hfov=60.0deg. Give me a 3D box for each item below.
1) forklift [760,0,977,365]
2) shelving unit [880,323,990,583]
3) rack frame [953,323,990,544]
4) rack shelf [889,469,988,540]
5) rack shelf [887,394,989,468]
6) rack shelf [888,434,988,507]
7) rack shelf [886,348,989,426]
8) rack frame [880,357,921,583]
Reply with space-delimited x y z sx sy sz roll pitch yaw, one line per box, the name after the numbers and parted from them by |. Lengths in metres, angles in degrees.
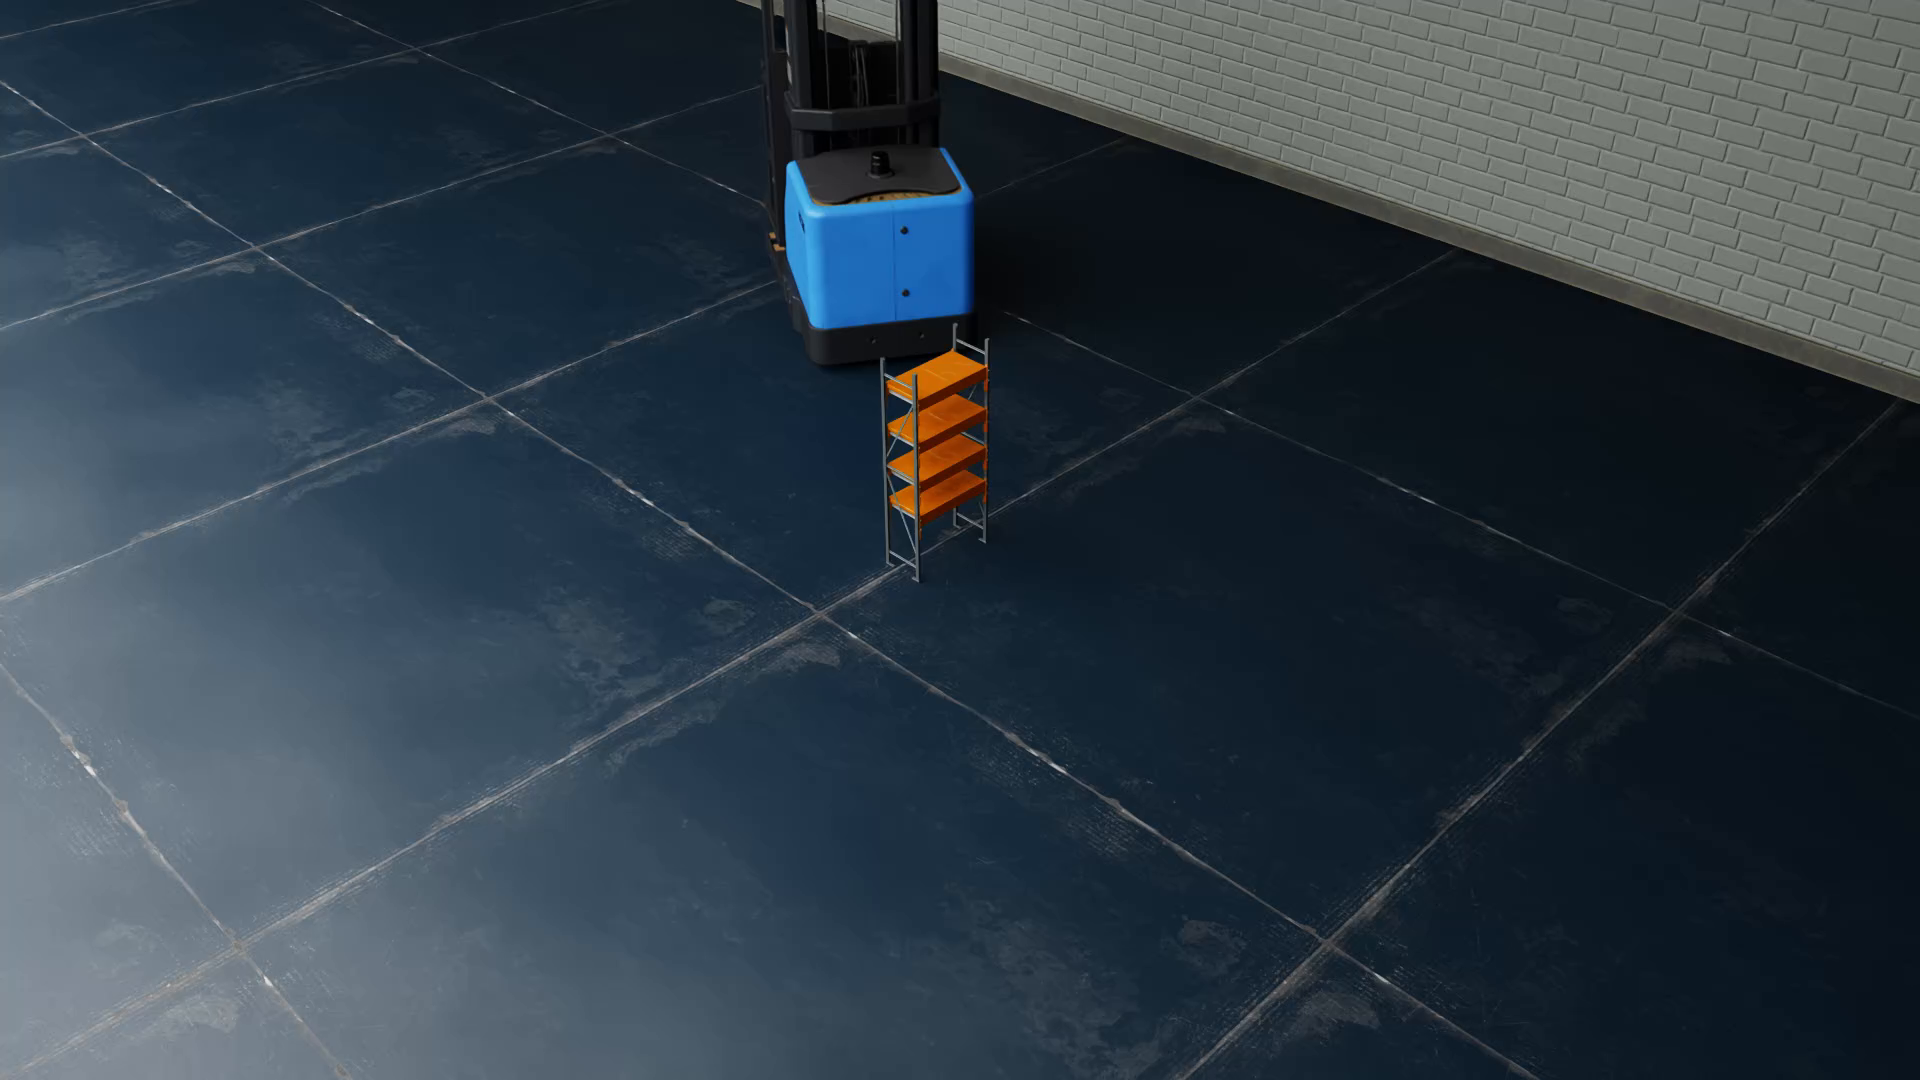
-0.734 -3.109 10.637 1.130 2.935 3.031 -8 36 -11 | forklift
-0.117 -0.425 8.301 0.258 1.200 0.503 30 45 35 | shelving unit
0.055 -0.524 8.443 0.240 1.200 0.015 30 45 35 | rack frame
-0.117 -0.207 8.453 0.258 0.148 0.480 30 45 35 | rack shelf
-0.117 -0.553 8.212 0.258 0.148 0.480 30 45 35 | rack shelf
-0.117 -0.370 8.340 0.258 0.148 0.480 30 45 35 | rack shelf
-0.117 -0.747 8.076 0.258 0.148 0.480 30 45 35 | rack shelf
-0.289 -0.326 8.159 0.240 1.200 0.015 30 45 35 | rack frame
